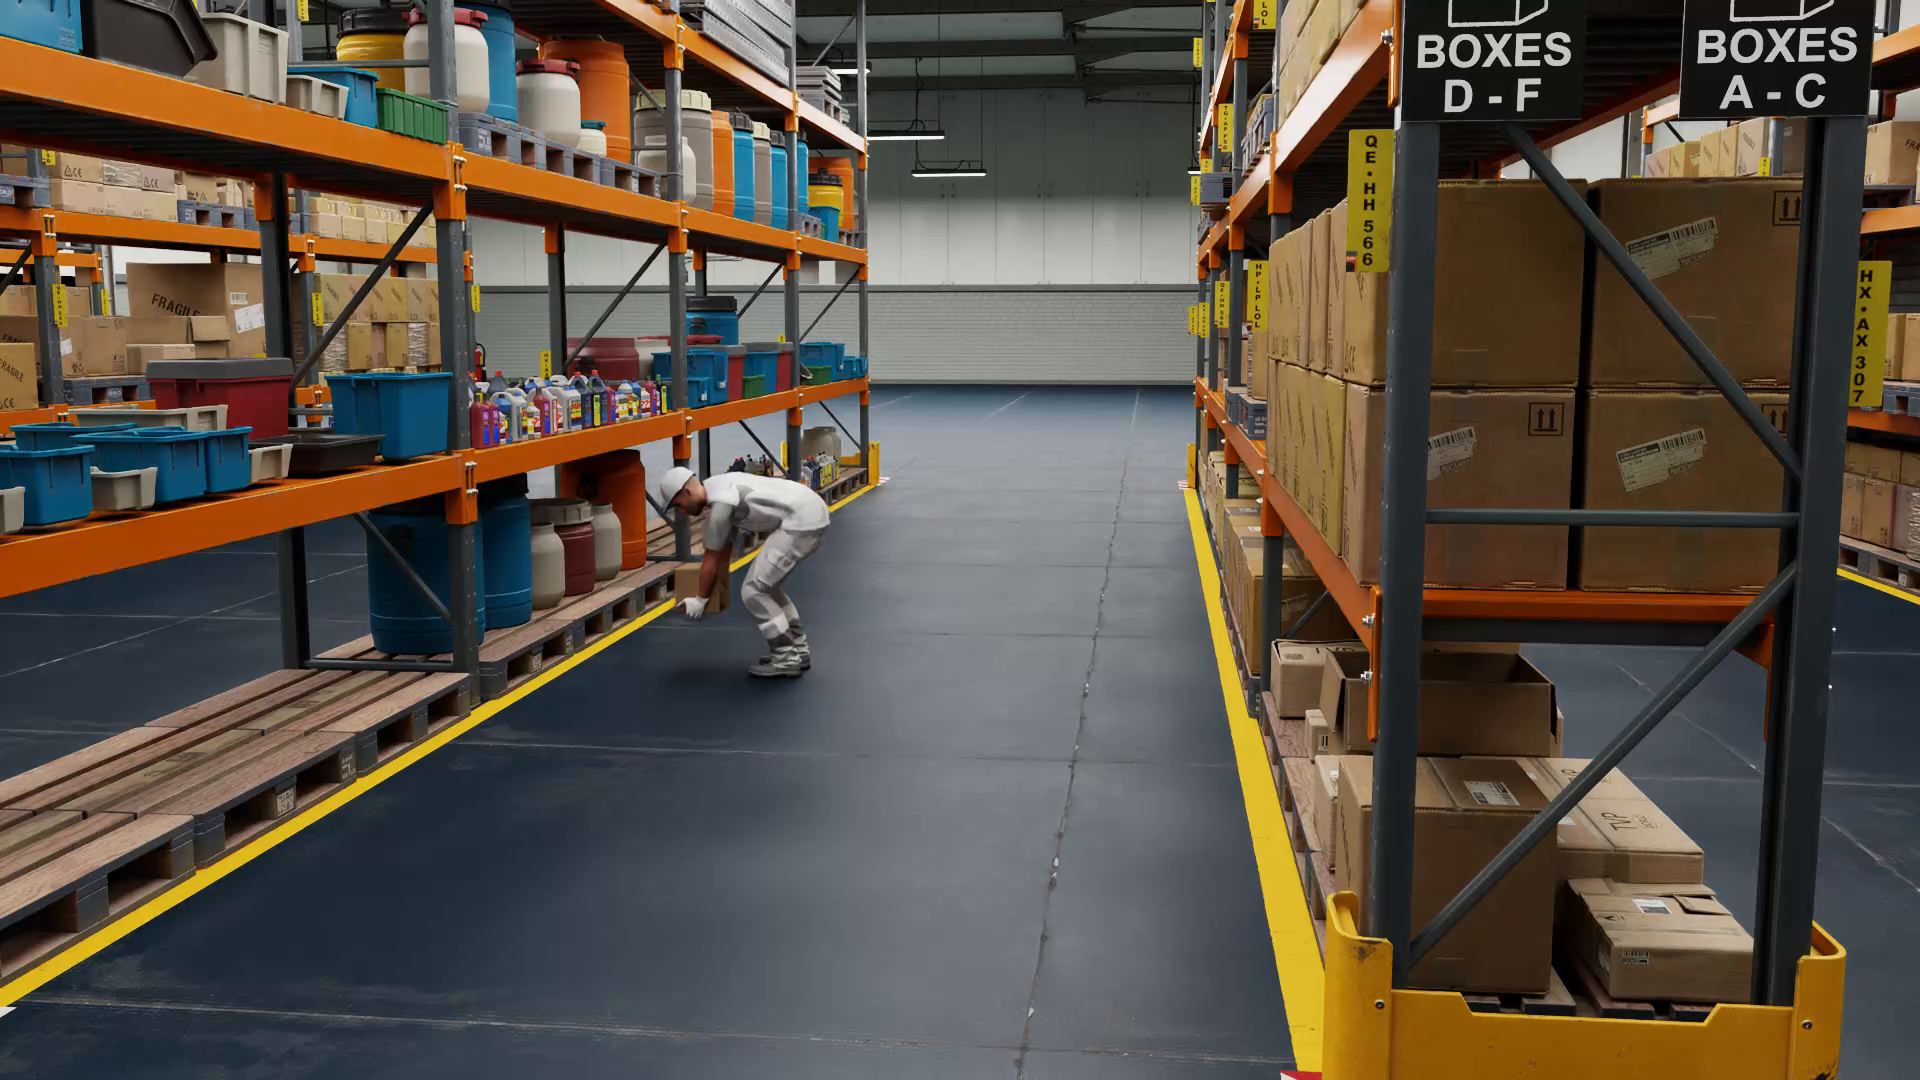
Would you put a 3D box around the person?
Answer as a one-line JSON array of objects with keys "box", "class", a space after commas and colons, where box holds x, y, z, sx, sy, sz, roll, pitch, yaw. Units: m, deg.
[{"box": [-1.201, 0.168, 9.329, 0.947, 1.157, 0.520, 0, 8, 4], "class": "person"}]
